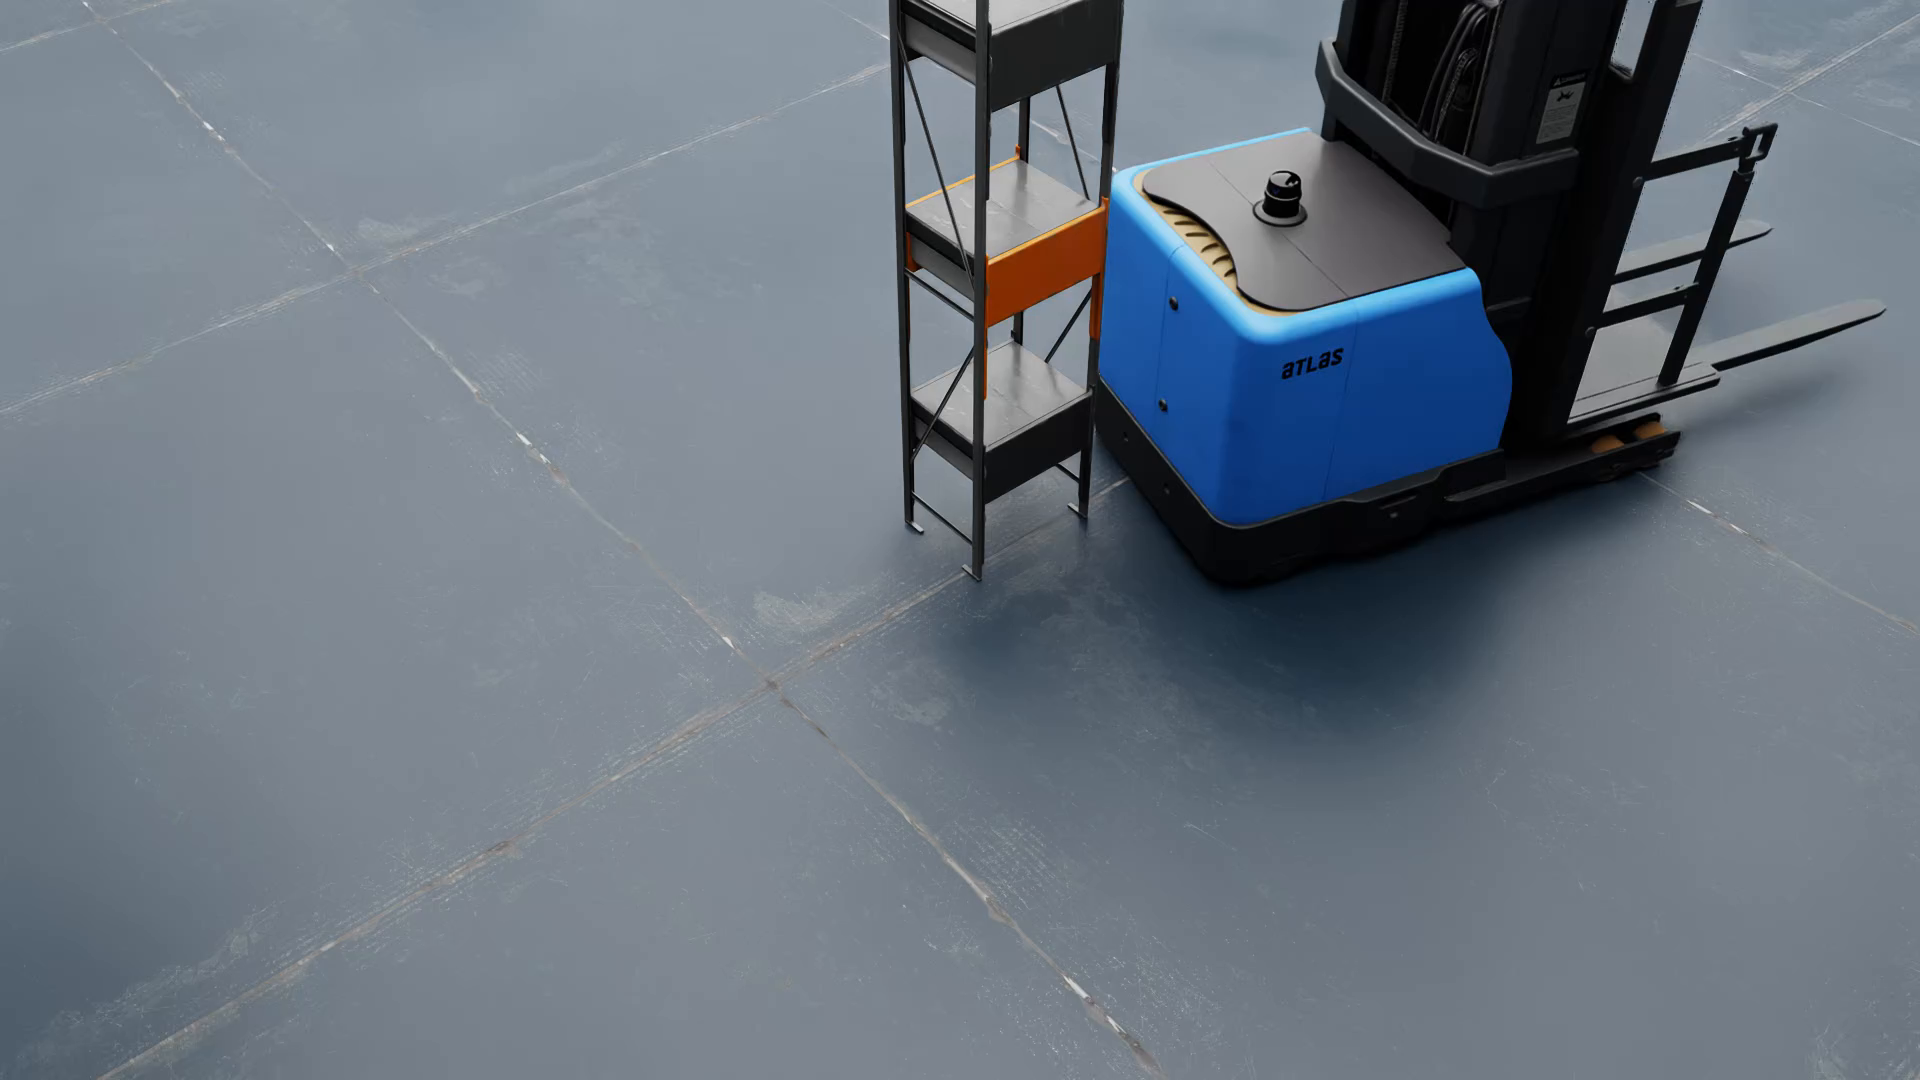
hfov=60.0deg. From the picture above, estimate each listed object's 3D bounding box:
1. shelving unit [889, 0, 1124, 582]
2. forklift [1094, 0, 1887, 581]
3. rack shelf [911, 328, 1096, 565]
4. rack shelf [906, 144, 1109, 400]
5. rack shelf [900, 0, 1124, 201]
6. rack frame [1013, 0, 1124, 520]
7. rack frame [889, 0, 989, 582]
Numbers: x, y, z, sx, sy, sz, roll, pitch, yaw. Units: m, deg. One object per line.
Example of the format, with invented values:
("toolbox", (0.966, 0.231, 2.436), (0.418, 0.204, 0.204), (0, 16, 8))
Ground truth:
("shelving unit", (0.127, -0.838, 5.109), (0.503, 2.100, 0.431), (-30, 51, -28))
("forklift", (2.032, -1.595, 5.307), (3.031, 2.935, 1.130), (-16, 46, -17))
("rack shelf", (0.127, -0.318, 5.597), (0.480, 0.518, 0.431), (-30, 51, -28))
("rack shelf", (0.127, -0.828, 5.118), (0.480, 0.518, 0.431), (-30, 51, -28))
("rack shelf", (0.127, -1.338, 4.639), (0.480, 0.518, 0.431), (-30, 51, -28))
("rack frame", (0.314, -0.945, 5.223), (0.015, 2.100, 0.400), (-30, 51, -28))
("rack frame", (-0.060, -0.731, 4.994), (0.015, 2.100, 0.400), (-30, 51, -28))
